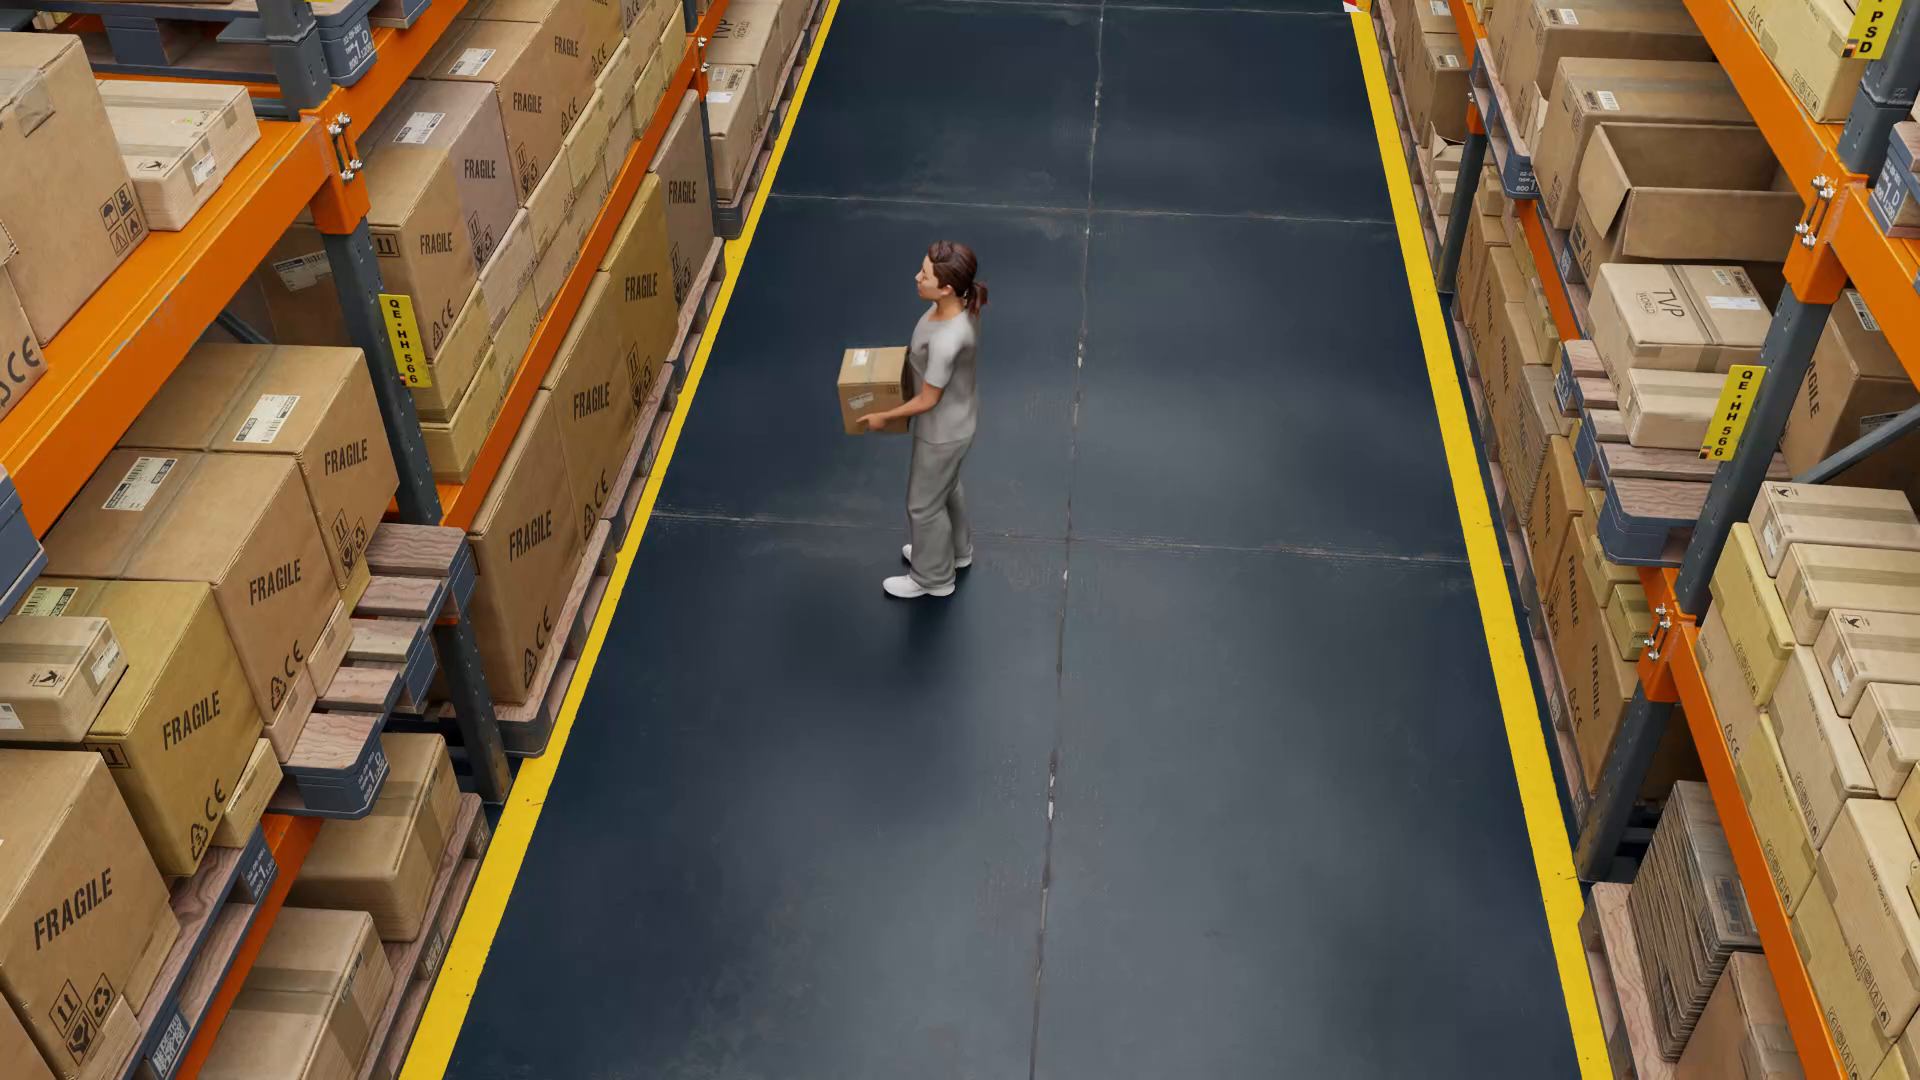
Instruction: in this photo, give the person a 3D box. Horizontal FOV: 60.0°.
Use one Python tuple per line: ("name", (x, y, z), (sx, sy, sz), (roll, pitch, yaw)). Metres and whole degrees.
("person", (-0.139, -0.470, 6.713), (0.525, 1.673, 0.457), (3, 40, 4))
